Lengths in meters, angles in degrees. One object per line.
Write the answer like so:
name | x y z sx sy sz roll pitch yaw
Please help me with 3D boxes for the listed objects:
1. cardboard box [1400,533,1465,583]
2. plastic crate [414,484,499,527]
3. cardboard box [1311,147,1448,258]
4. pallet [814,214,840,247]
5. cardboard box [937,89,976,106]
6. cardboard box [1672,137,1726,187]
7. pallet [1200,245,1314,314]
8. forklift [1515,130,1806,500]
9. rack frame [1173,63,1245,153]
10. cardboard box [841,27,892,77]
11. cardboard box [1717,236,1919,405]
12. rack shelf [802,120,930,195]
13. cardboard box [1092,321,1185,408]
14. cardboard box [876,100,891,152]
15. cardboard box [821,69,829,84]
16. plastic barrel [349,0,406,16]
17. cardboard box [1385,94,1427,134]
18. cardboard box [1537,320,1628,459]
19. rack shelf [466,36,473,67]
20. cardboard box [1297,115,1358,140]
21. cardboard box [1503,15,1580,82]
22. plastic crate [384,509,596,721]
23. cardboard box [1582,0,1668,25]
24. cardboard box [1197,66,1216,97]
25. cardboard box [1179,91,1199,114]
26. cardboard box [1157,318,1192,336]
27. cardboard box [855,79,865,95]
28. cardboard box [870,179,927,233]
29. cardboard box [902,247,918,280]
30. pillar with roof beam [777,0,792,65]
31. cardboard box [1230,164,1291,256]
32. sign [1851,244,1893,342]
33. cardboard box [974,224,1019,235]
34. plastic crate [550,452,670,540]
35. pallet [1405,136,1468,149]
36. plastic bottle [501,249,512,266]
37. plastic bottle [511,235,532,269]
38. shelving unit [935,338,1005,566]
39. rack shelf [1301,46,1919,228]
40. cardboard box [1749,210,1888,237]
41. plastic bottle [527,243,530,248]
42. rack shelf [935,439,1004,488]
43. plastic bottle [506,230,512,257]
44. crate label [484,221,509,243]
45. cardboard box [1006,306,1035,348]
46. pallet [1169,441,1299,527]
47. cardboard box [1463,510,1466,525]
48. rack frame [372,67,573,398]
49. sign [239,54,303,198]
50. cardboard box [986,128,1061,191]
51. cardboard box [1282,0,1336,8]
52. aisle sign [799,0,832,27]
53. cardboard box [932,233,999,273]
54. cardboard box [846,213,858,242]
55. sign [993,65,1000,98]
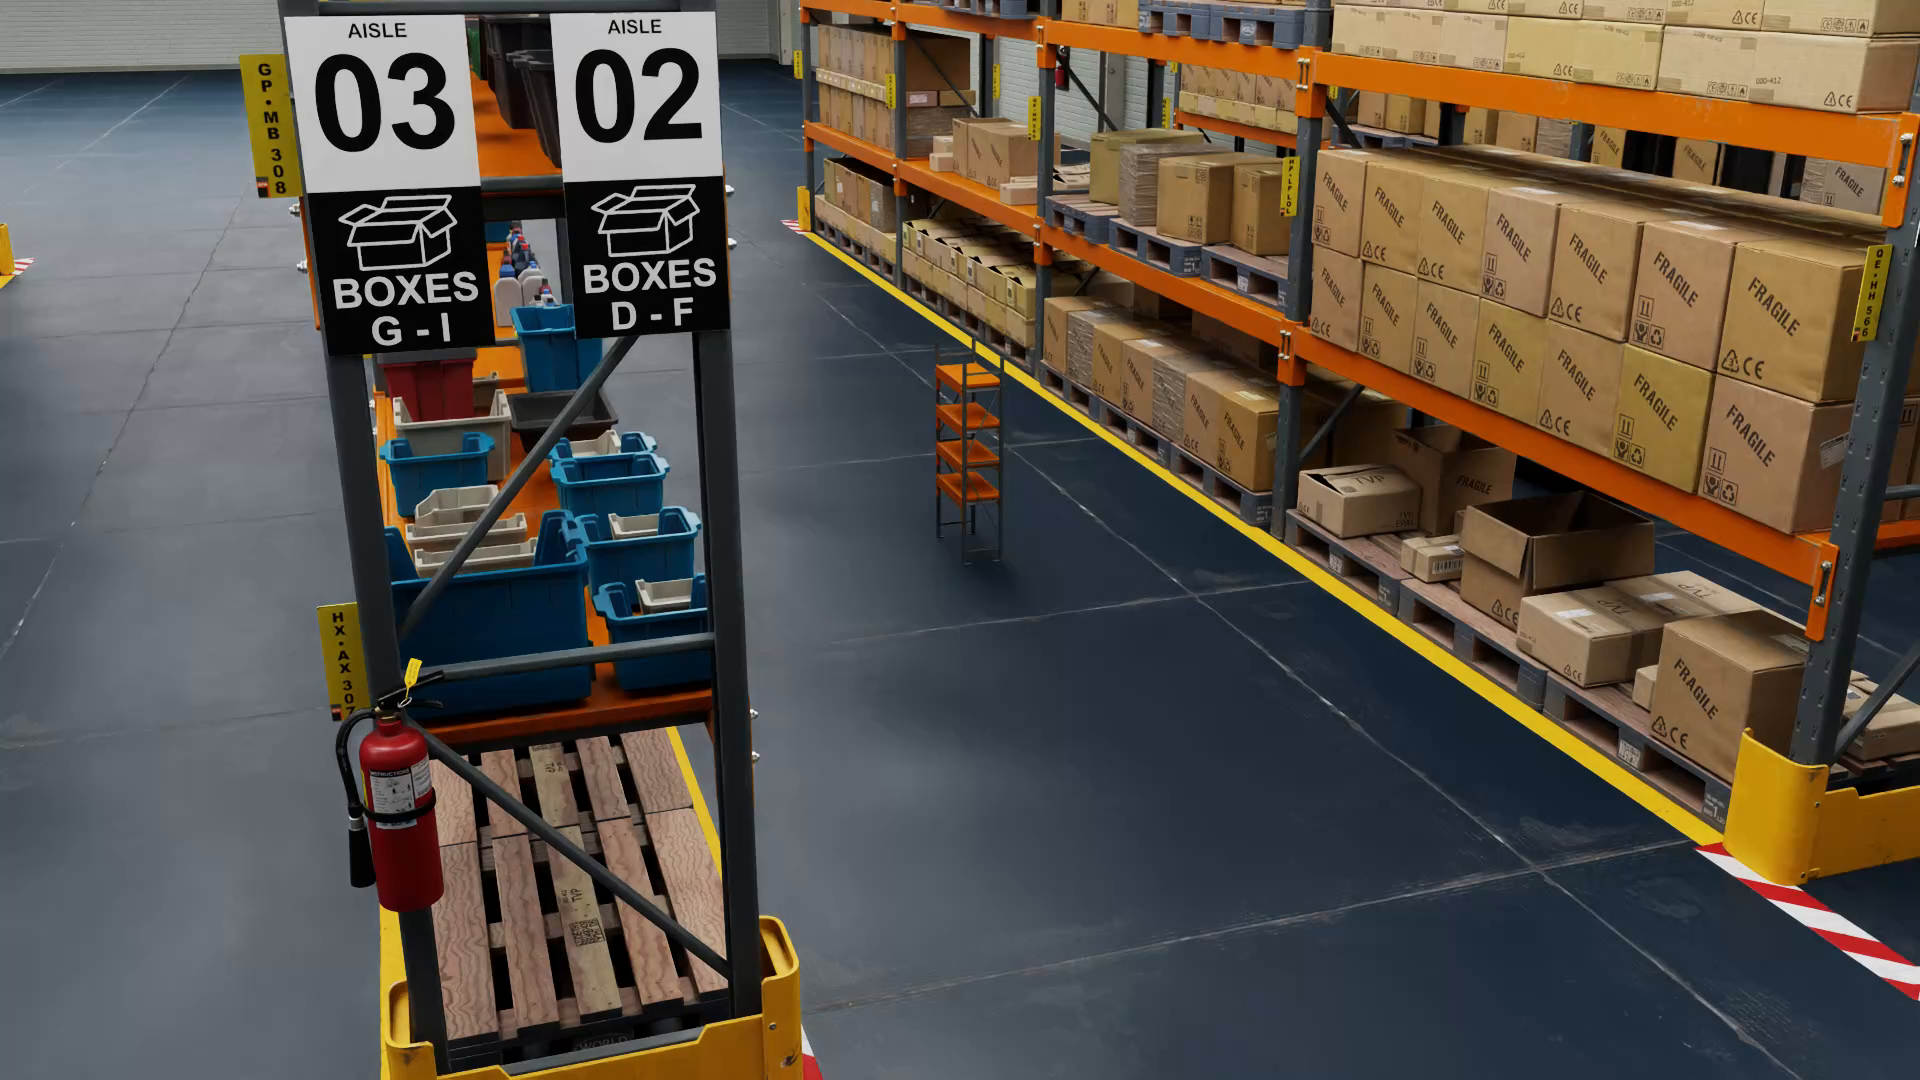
cardboard box | 2.564 0.085 8.782 0.380 0.166 0.250 -6 21 -17
plastic crate | -1.817 -0.087 6.024 0.298 0.136 0.250 -6 21 -17
cardboard box | 2.237 -1.812 8.896 0.500 0.500 0.500 -6 21 -16
pallet | -1.135 -3.773 20.108 1.003 0.211 1.213 -6 21 -17
cardboard box | -0.059 -4.502 16.904 0.380 0.149 0.250 -6 21 -17
cardboard box | 6.021 -2.971 13.134 0.500 0.500 0.500 -6 21 -17
pallet | 2.209 -1.653 10.365 1.003 0.211 1.213 -6 21 -17
forklift | 5.132 -1.964 11.047 3.031 2.935 1.130 -12 23 -29
rack frame | 3.286 -5.854 21.776 1.000 3.000 0.127 -6 21 -17
cardboard box | -0.935 -5.486 18.685 0.700 0.500 0.500 -6 21 -17
cardboard box | 3.213 -0.823 6.143 0.500 0.500 0.500 -7 21 -18
rack shelf | -0.787 -4.346 18.642 1.077 0.370 4.000 -6 21 -17
cardboard box | 1.294 -1.284 12.101 0.500 0.500 0.500 -7 21 -18
cardboard box | -0.476 -4.400 17.581 0.700 0.500 0.500 -7 21 -18
cardboard box | -1.411 -5.445 19.531 0.380 0.149 0.250 -7 21 -19
plastic barrel | -2.827 -2.919 8.270 0.600 0.588 0.600 0 20 0
cardboard box | 4.840 -4.477 17.145 0.700 0.500 0.500 -4 20 -12
cardboard box | 2.896 -0.680 7.225 0.500 0.500 0.500 -6 21 -17
rack shelf | -2.976 -2.665 9.526 1.077 0.370 4.000 -6 21 -17
cardboard box | 4.107 -4.629 18.558 0.500 0.250 0.500 -6 21 -17
cardboard box | 2.744 -2.152 7.256 0.500 0.250 0.500 -6 21 -17
plastic crate | -1.373 0.201 4.778 0.616 0.435 0.499 -6 21 -17
cardboard box | 2.899 -2.227 6.724 0.500 0.250 0.500 -6 21 -17
cardboard box | 3.297 -5.801 20.711 0.500 0.500 0.500 -6 21 -17
cardboard box | 3.138 -5.602 21.268 0.500 0.250 0.500 -7 21 -19
cardboard box | 1.778 -1.348 12.279 0.500 0.500 0.500 -7 21 -19
cardboard box | -0.931 -4.952 18.158 0.380 0.149 0.250 -6 21 -15
cardboard box | -0.658 -3.586 17.801 0.500 0.500 0.500 -6 21 -17
cardboard box | -0.267 -2.790 16.694 0.500 0.250 0.500 -7 21 -19
pillar with roof beam | -9.189 -17.714 45.922 9.100 9.000 0.400 -6 21 -17
cardboard box | 2.143 -2.110 10.583 0.700 0.500 0.500 -3 20 -9
sign | 3.080 -0.833 5.617 0.100 0.325 0.005 -6 21 -17
cardboard box | 0.411 -2.944 16.293 0.500 0.311 0.500 -6 21 -16
plastic crate | -1.269 -0.153 6.063 0.416 0.233 0.300 -6 21 -17
pallet | 5.139 -3.827 16.417 1.003 0.211 1.213 -6 21 -17
plastic bottle | -2.792 -1.653 10.254 0.061 0.283 0.133 -6 21 -17
plastic bottle | -2.703 -1.704 10.295 0.144 0.351 0.185 -6 21 -17
shelving unit | 0.052 -0.512 9.566 0.258 1.200 0.503 -6 21 -17
rack shelf | 2.985 -1.906 7.414 1.077 0.370 4.000 -6 21 -17
cardboard box | 3.553 -1.047 6.766 0.500 0.500 0.500 -6 21 -17
plastic bottle | -2.713 -1.728 10.461 0.061 0.283 0.133 -6 21 -17
rack shelf | 0.052 -0.448 9.589 0.258 0.148 0.480 -6 21 -17
plastic bottle | -3.053 -2.017 11.388 0.097 0.201 0.097 0 20 0
crate label | -3.381 -2.330 12.214 0.303 0.233 0.416 -6 21 -17
cardboard box | 0.702 -1.805 13.952 0.500 0.250 0.500 -6 21 -16
pallet | 2.065 -0.420 10.773 1.003 0.211 1.213 -6 21 -17
cardboard box | 3.040 -0.023 8.871 0.500 0.311 0.500 -6 21 -17
rack frame | -2.347 -0.950 8.124 1.000 3.000 0.127 -6 21 -17
sign | -1.607 -0.965 3.884 0.100 0.325 0.005 -6 21 -17
cardboard box | 0.556 -3.343 14.637 0.500 0.500 0.500 -8 21 -20
cardboard box | 2.268 -3.348 9.446 0.600 0.600 0.600 -8 21 -22
aisle sign | -1.727 -6.538 19.836 0.394 0.787 0.004 -6 21 -17
cardboard box | 0.051 -2.724 15.679 0.500 0.311 0.500 -7 21 -19
cardboard box | -0.988 -3.552 18.816 0.500 0.250 0.500 -6 21 -17
sign | 0.354 -4.611 16.721 0.100 0.325 0.005 -6 21 -17
